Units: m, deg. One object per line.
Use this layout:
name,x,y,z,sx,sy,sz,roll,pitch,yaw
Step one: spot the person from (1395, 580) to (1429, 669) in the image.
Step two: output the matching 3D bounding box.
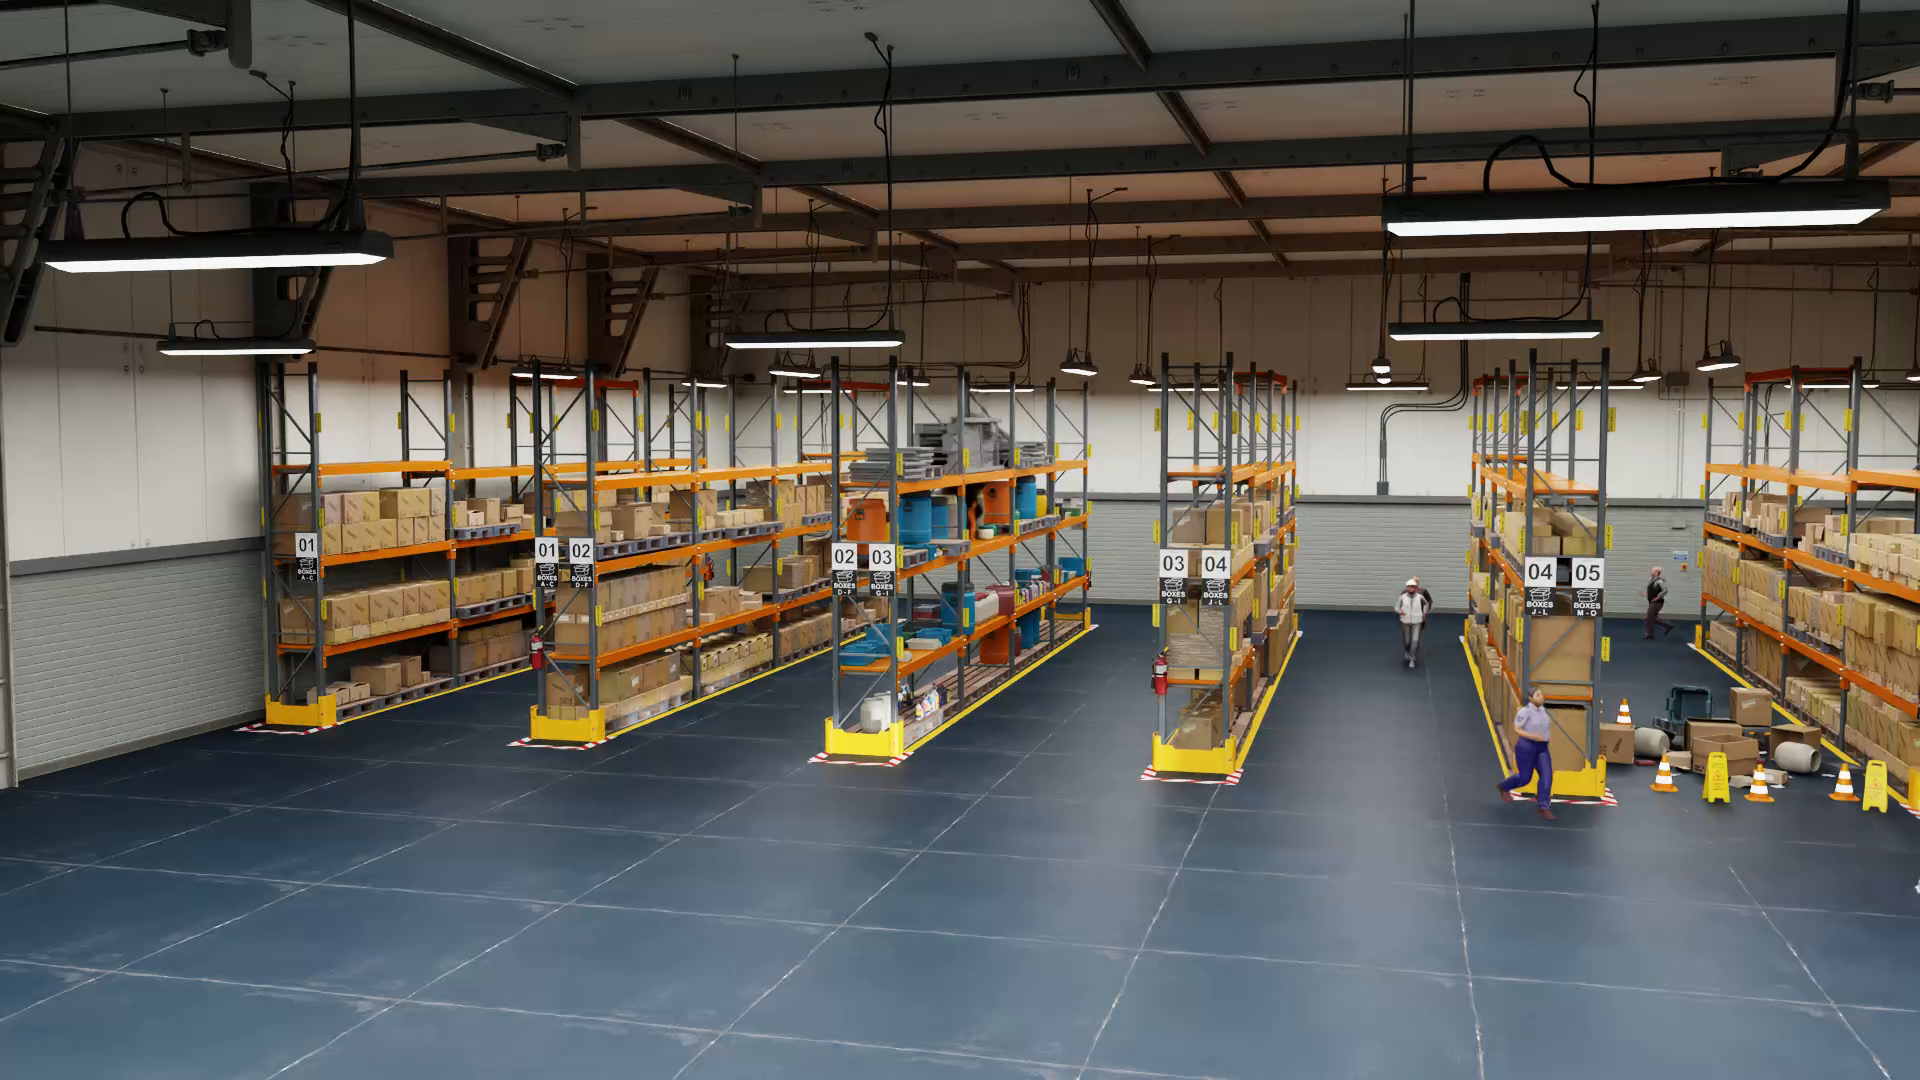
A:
person,9.307,1.705,34.293,0.673,1.778,0.963,1,4,17

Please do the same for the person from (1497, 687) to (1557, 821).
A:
person,7.309,2.707,21.275,0.613,1.650,0.889,-2,5,-28

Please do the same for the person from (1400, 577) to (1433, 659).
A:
person,9.698,1.651,35.413,0.713,1.761,0.743,1,4,17

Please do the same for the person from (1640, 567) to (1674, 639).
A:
person,16.131,1.467,38.380,0.763,1.708,0.661,1,4,12
